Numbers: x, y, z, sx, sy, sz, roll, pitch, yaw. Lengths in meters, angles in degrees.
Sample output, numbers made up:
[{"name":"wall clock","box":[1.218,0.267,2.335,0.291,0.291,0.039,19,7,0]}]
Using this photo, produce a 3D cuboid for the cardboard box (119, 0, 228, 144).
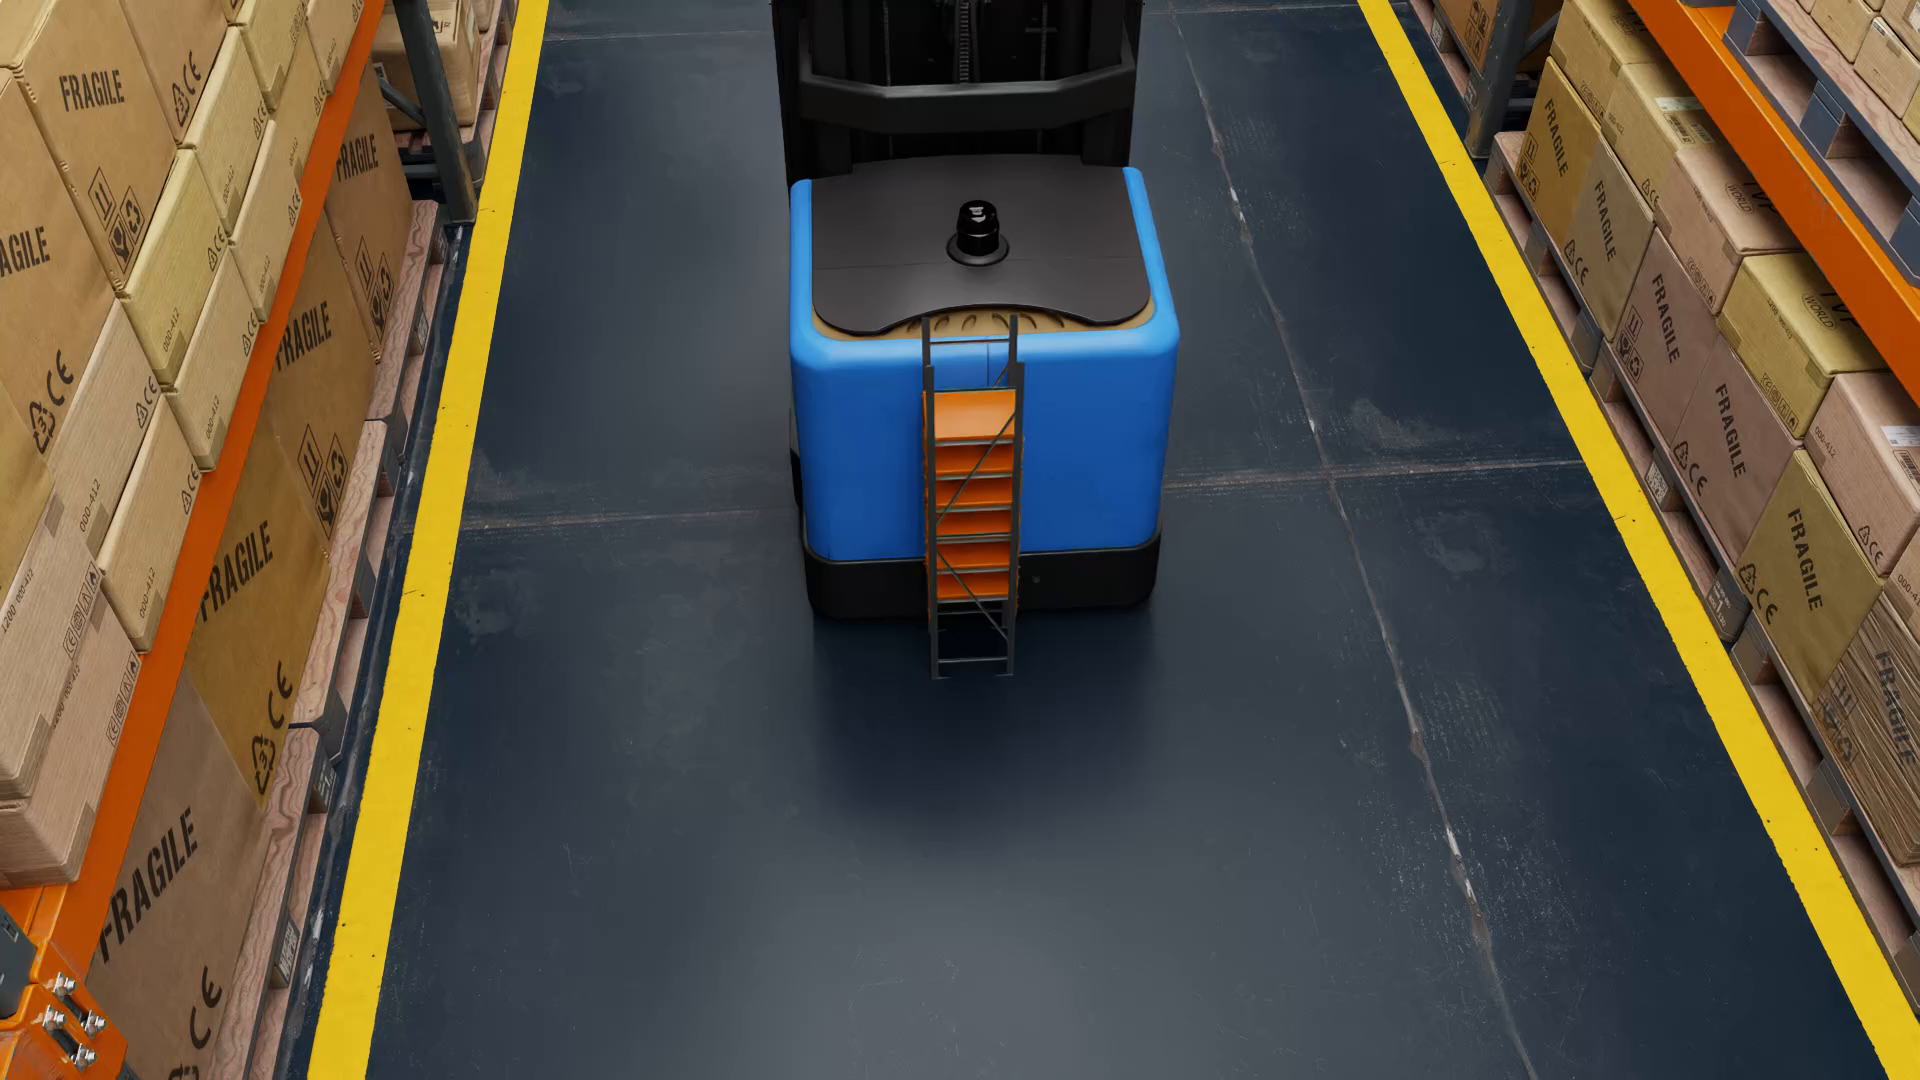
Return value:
[{"name":"cardboard box","box":[-1.944,-1.182,3.546,0.500,0.500,0.500,-4,47,-4]}]

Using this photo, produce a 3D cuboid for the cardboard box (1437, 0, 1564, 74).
[{"name":"cardboard box","box":[2.594,-2.449,6.764,1.050,0.750,0.750,-4,47,-4]}]

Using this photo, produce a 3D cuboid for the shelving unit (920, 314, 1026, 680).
[{"name":"shelving unit","box":[0.031,-0.076,4.496,0.258,1.200,0.189,-3,47,-3]}]

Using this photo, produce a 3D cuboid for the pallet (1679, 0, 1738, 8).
[{"name":"pallet","box":[2.721,-2.057,5.265,1.213,0.211,1.003,-3,47,-3]}]

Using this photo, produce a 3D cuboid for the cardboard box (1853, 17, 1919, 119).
[{"name":"cardboard box","box":[2.525,-1.207,4.211,0.380,0.149,0.250,-5,47,-5]}]

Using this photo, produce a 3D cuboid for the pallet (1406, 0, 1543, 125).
[{"name":"pallet","box":[2.564,-2.249,7.234,1.003,0.211,1.213,-3,47,-3]}]

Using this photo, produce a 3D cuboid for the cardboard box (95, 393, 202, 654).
[{"name":"cardboard box","box":[-1.853,-0.022,3.308,0.500,0.250,0.500,-5,47,-4]}]

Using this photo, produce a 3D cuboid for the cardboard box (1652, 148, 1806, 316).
[{"name":"cardboard box","box":[2.443,-0.936,4.986,0.500,0.250,0.500,-3,47,-3]}]

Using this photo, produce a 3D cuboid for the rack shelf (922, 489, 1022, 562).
[{"name":"rack shelf","box":[0.031,-0.045,4.528,0.258,0.103,0.180,-3,47,-3]}]

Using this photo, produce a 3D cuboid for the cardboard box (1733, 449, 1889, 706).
[{"name":"cardboard box","box":[2.535,0.085,4.536,0.500,0.500,0.500,-4,47,-4]}]

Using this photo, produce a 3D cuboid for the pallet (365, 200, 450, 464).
[{"name":"pallet","box":[-2.378,-0.725,5.791,1.003,0.211,1.213,-3,47,-3]}]

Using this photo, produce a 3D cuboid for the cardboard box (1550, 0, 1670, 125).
[{"name":"cardboard box","box":[2.372,-1.662,5.674,0.500,0.250,0.500,-5,47,-5]}]

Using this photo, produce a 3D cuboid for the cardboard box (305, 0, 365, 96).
[{"name":"cardboard box","box":[-2.009,-1.488,4.697,0.500,0.250,0.500,-3,47,-3]}]

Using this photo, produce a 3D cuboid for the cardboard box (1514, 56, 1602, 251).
[{"name":"cardboard box","box":[2.360,-1.390,5.933,0.500,0.500,0.500,-5,47,-5]}]

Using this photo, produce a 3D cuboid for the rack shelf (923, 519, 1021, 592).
[{"name":"rack shelf","box":[0.031,0.037,4.615,0.258,0.103,0.180,-3,47,-3]}]

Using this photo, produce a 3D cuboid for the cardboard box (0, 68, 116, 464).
[{"name":"cardboard box","box":[-1.855,-0.445,2.848,0.500,0.500,0.500,-4,47,-4]}]

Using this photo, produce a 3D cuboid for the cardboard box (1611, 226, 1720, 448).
[{"name":"cardboard box","box":[2.453,-0.656,5.237,0.500,0.500,0.500,-5,47,-4]}]

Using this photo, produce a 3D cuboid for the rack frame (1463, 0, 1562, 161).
[{"name":"rack frame","box":[2.555,-2.633,5.677,1.000,3.000,0.127,-3,47,-3]}]

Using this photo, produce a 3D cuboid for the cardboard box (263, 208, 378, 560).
[{"name":"cardboard box","box":[-2.323,-0.522,4.853,0.875,0.875,0.875,-3,47,-3]}]

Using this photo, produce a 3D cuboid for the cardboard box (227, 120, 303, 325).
[{"name":"cardboard box","box":[-1.912,-0.756,4.003,0.500,0.250,0.500,-4,47,-4]}]

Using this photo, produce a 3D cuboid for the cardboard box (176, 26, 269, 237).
[{"name":"cardboard box","box":[-1.922,-0.928,3.822,0.500,0.250,0.500,-5,47,-4]}]

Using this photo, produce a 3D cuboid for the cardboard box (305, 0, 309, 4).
[{"name":"cardboard box","box":[-2.029,-1.673,4.528,0.500,0.250,0.500,-5,47,-4]}]

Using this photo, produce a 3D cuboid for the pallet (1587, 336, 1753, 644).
[{"name":"pallet","box":[2.718,-0.228,5.320,1.003,0.211,1.213,-3,47,-3]}]

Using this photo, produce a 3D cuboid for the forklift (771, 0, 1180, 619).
[{"name":"forklift","box":[-0.025,-1.842,4.976,1.130,2.935,3.031,-3,47,-3]}]

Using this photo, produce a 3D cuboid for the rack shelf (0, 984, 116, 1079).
[{"name":"rack shelf","box":[-1.867,2.330,1.473,1.077,0.370,4.000,-3,47,-3]}]

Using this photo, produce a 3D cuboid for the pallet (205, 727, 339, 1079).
[{"name":"pallet","box":[-2.174,1.041,4.119,1.003,0.211,1.213,-3,47,-3]}]

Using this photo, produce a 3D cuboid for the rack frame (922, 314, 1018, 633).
[{"name":"rack frame","box":[0.025,-0.142,4.558,0.240,1.200,0.006,-3,47,-3]}]

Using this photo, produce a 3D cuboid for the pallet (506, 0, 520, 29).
[{"name":"pallet","box":[-2.532,-2.746,7.705,1.003,0.211,1.213,-3,47,-3]}]

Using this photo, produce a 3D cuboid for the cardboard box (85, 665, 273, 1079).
[{"name":"cardboard box","box":[-2.166,0.778,3.621,0.875,0.875,0.875,-2,47,-2]}]

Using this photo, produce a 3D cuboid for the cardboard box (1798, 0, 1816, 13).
[{"name":"cardboard box","box":[2.486,-1.578,4.562,0.380,0.149,0.250,-2,47,-2]}]

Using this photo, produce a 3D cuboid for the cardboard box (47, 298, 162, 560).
[{"name":"cardboard box","box":[-1.862,-0.196,3.129,0.500,0.250,0.500,-3,47,-3]}]

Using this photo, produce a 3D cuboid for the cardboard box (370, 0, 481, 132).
[{"name":"cardboard box","box":[-2.406,-1.909,6.512,0.950,0.372,0.625,-6,47,-6]}]

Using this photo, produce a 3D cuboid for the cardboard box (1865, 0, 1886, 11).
[{"name":"cardboard box","box":[2.505,-1.499,4.283,0.380,0.149,0.250,-4,47,-4]}]

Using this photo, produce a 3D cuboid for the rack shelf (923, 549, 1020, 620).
[{"name":"rack shelf","box":[0.031,0.120,4.702,0.258,0.103,0.180,-3,47,-3]}]

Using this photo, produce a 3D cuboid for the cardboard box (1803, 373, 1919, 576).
[{"name":"cardboard box","box":[2.546,-0.177,4.268,0.500,0.250,0.500,-1,47,-1]}]
